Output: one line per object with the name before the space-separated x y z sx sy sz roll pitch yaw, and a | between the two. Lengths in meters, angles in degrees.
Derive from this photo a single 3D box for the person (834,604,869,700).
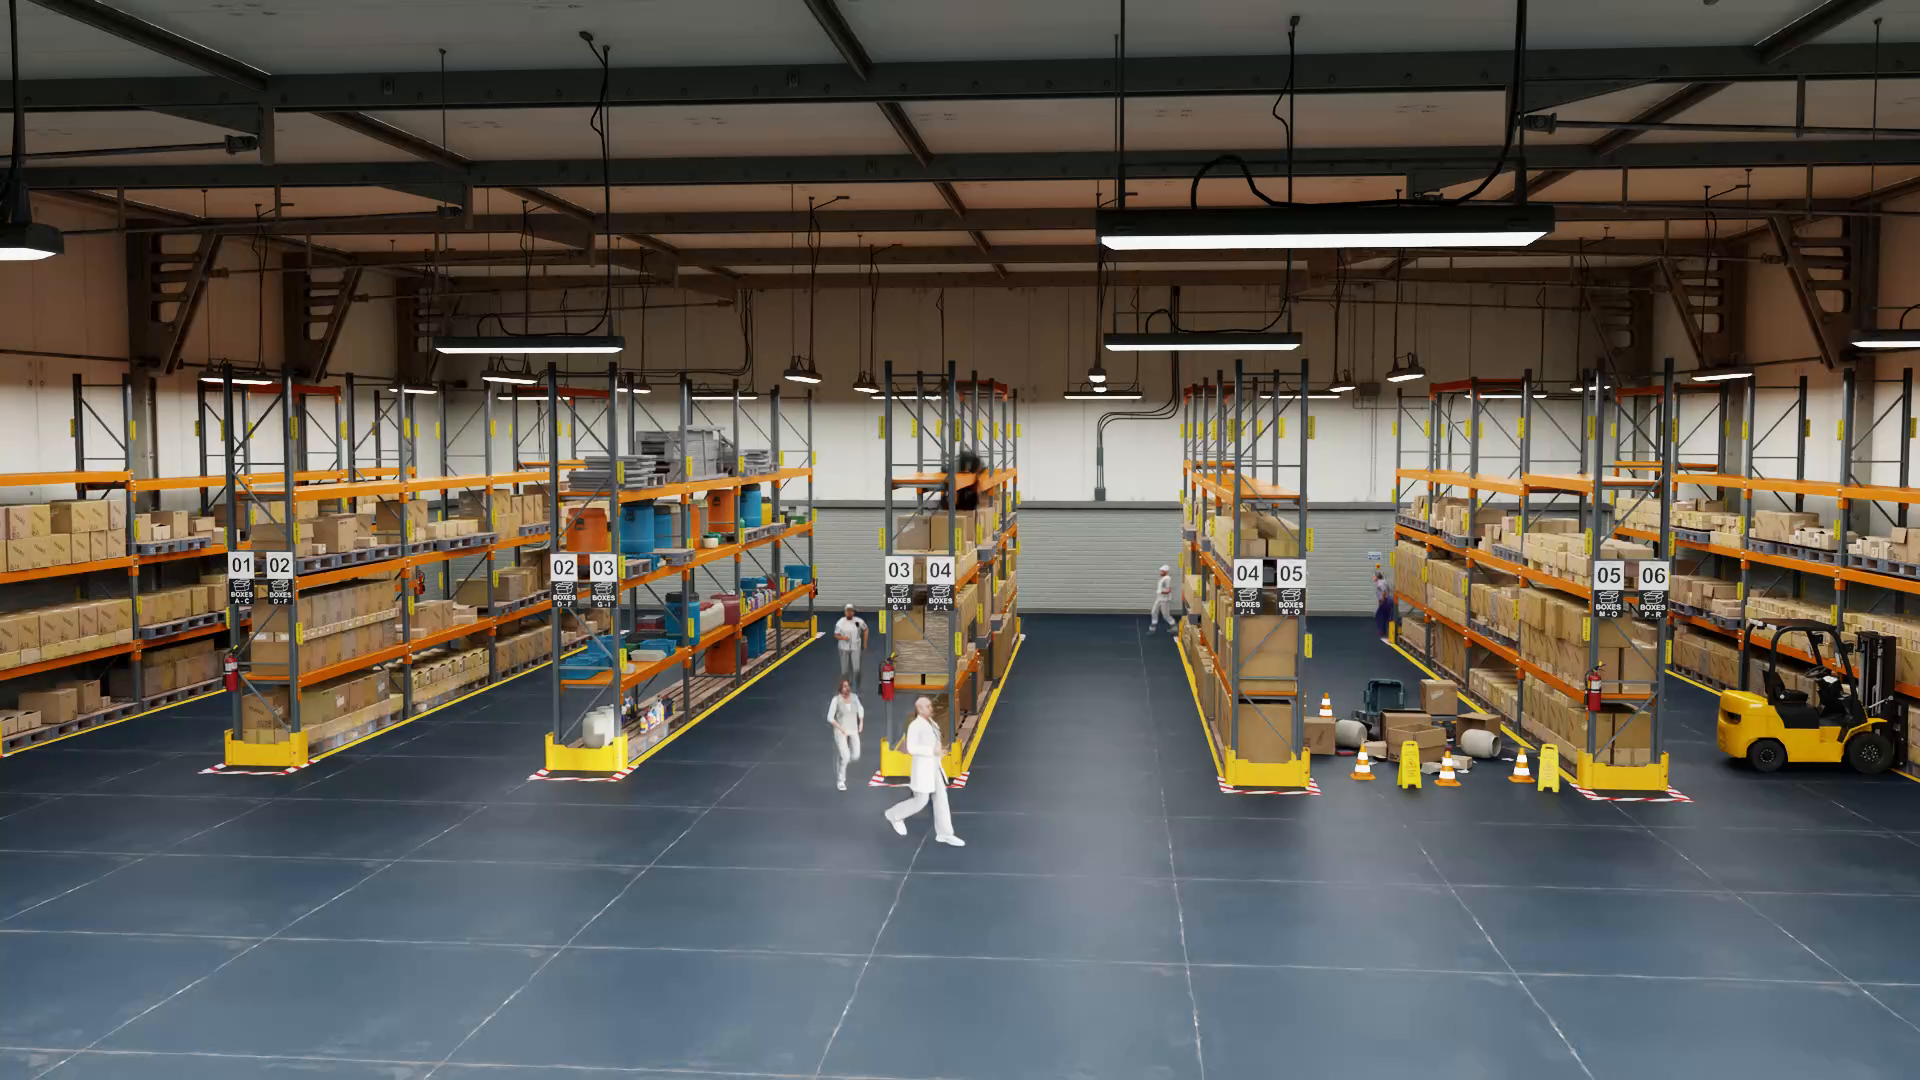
person | -1.921 1.985 29.405 0.601 1.710 0.645 0 4 -2

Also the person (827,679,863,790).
person | -1.588 2.717 23.238 0.569 1.549 0.605 -2 4 -26

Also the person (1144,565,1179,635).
person | 4.983 1.479 40.460 0.851 1.774 0.759 -1 4 -11

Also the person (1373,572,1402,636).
person | 10.455 1.580 40.441 0.818 1.588 0.593 1 4 20

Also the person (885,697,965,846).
person | -0.425 2.778 20.068 1.040 1.773 0.708 2 4 28
